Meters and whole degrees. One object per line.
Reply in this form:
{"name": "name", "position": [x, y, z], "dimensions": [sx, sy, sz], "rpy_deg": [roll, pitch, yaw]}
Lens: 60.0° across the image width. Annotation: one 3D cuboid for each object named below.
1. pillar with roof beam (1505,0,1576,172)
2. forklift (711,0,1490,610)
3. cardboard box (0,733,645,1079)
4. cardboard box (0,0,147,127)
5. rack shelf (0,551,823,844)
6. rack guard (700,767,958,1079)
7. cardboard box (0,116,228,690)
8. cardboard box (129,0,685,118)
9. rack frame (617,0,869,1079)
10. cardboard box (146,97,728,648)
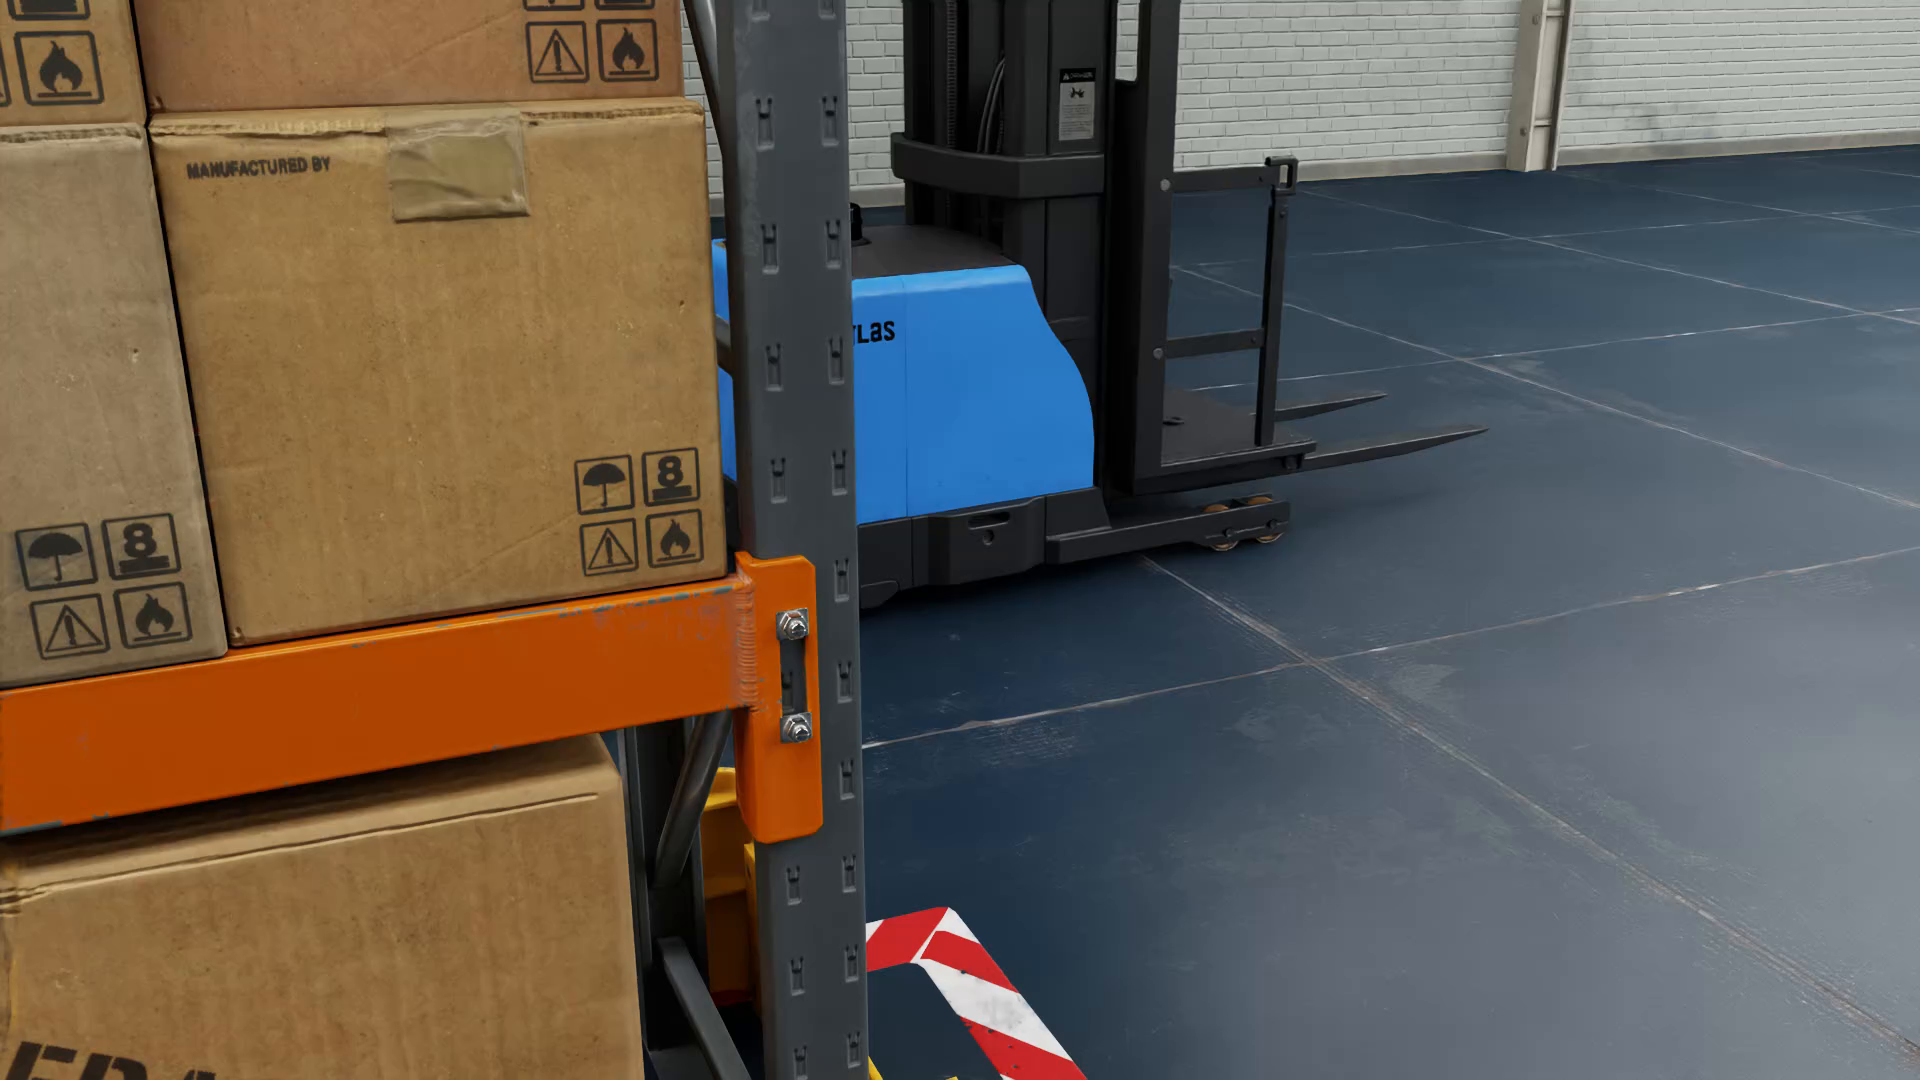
{"name": "pillar with roof beam", "position": [7.329, -6.589, 11.187], "dimensions": [0.400, 9.000, 9.100], "rpy_deg": [-8, 21, -22]}
{"name": "forklift", "position": [0.616, -1.486, 5.830], "dimensions": [3.031, 2.935, 1.130], "rpy_deg": [-10, 22, -26]}
{"name": "cardboard box", "position": [-0.972, 0.612, 2.333], "dimensions": [0.875, 0.875, 0.875], "rpy_deg": [-8, 21, -22]}
{"name": "cardboard box", "position": [-1.200, -0.744, 1.766], "dimensions": [0.550, 0.550, 0.875], "rpy_deg": [-8, 21, -22]}
{"name": "rack shelf", "position": [-2.212, 0.301, 1.733], "dimensions": [4.000, 0.370, 1.077], "rpy_deg": [-8, 21, -22]}
{"name": "rack guard", "position": [-0.354, 0.875, 2.785], "dimensions": [0.348, 0.500, 1.175], "rpy_deg": [-8, 21, -22]}
{"name": "cardboard box", "position": [-1.195, -0.230, 1.934], "dimensions": [0.550, 0.550, 0.875], "rpy_deg": [-8, 21, -22]}
{"name": "cardboard box", "position": [-0.732, -0.844, 2.052], "dimensions": [0.550, 0.550, 0.875], "rpy_deg": [-8, 21, -22]}
{"name": "rack frame", "position": [-0.376, -0.301, 2.361], "dimensions": [0.127, 3.000, 1.000], "rpy_deg": [-8, 21, -22]}
{"name": "cardboard box", "position": [-0.699, -0.309, 2.158], "dimensions": [0.550, 0.550, 0.875], "rpy_deg": [-8, 21, -22]}
